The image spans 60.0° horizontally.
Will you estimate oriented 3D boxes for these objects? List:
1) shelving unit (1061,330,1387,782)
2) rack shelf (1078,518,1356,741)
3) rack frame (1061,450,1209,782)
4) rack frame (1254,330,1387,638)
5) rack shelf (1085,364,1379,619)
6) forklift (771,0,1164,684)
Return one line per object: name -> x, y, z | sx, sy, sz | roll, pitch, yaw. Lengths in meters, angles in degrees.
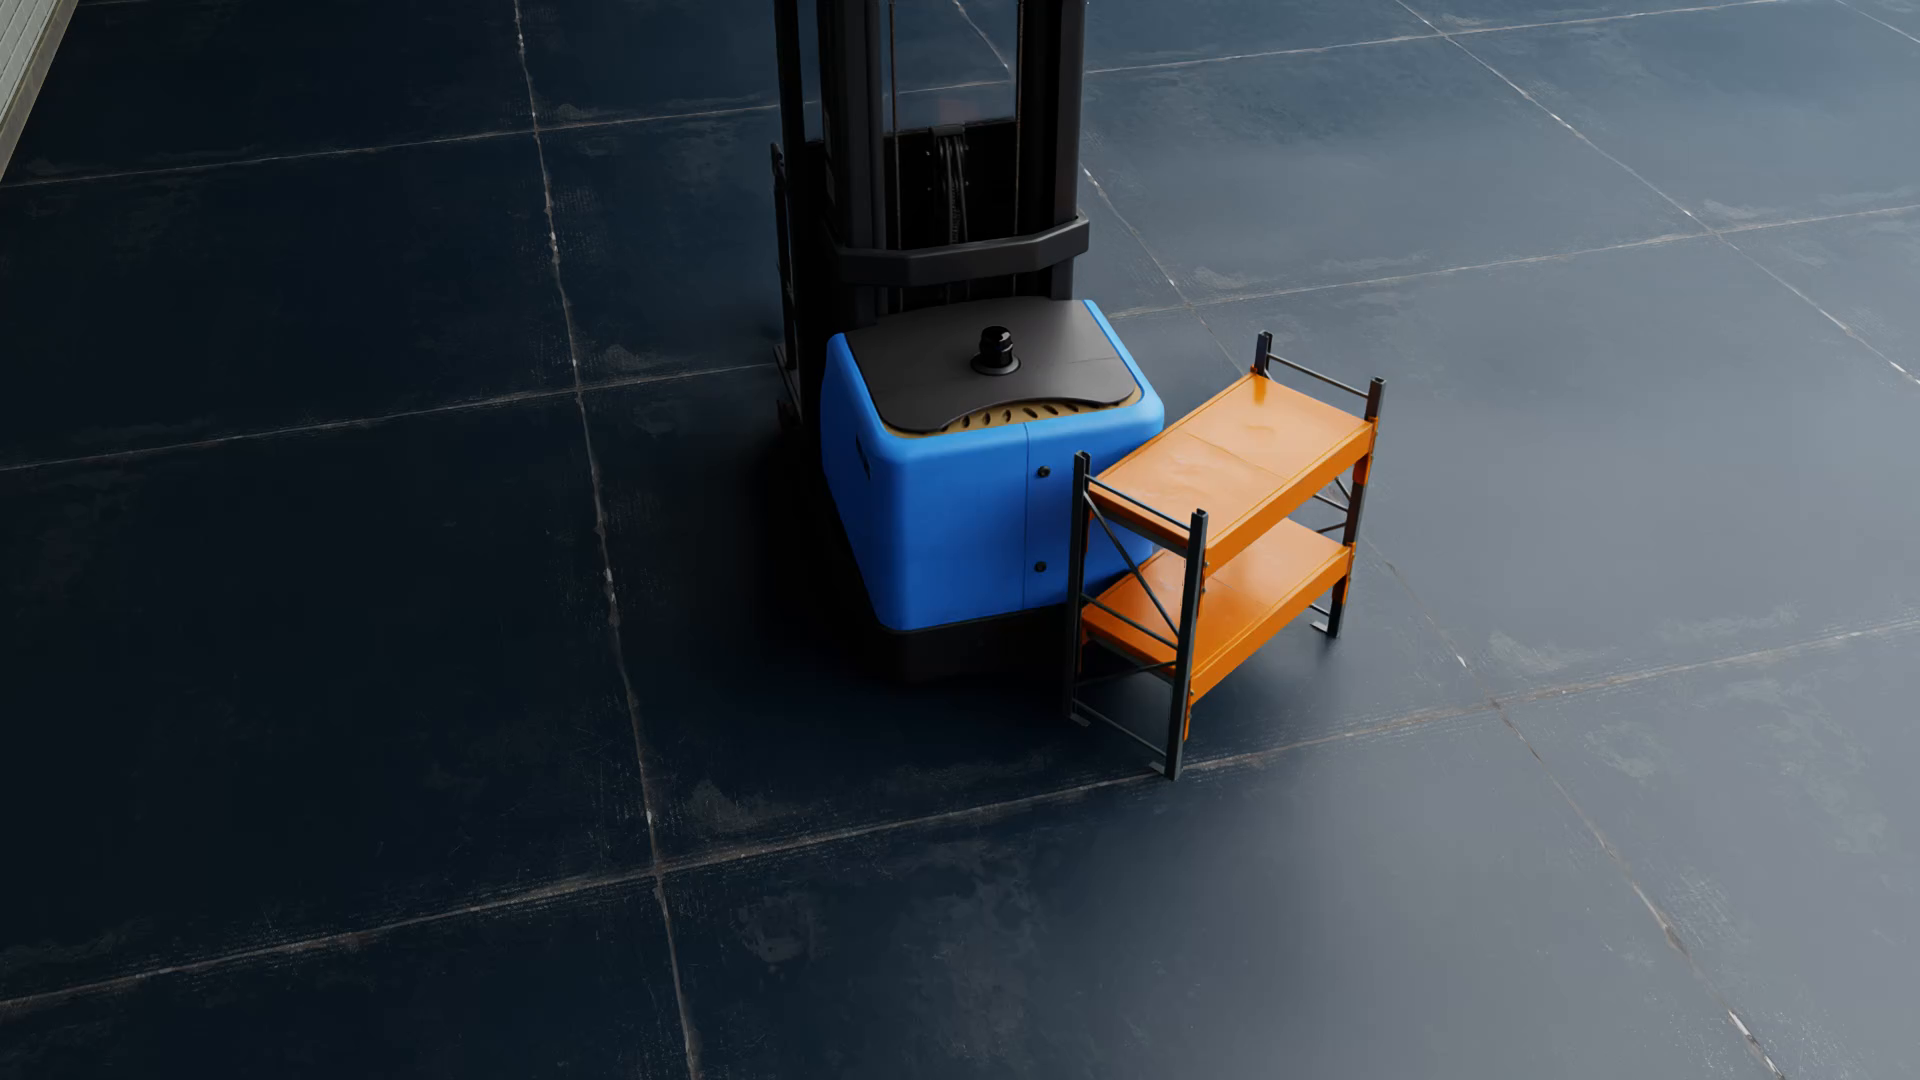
shelving unit -> 0.899, 0.042, 5.769 | 0.538, 1.125, 1.048 | 29, 46, 33
rack shelf -> 0.899, 0.237, 5.917 | 0.538, 0.278, 1.000 | 29, 46, 33
rack frame -> 0.556, 0.270, 5.471 | 0.500, 1.125, 0.032 | 29, 46, 33
rack frame -> 1.243, -0.185, 6.066 | 0.500, 1.125, 0.032 | 29, 46, 33
rack shelf -> 0.899, -0.190, 5.591 | 0.538, 0.278, 1.000 | 29, 46, 33
forklift -> -0.172, -1.547, 6.360 | 1.130, 2.935, 3.031 | -9, 38, -12
